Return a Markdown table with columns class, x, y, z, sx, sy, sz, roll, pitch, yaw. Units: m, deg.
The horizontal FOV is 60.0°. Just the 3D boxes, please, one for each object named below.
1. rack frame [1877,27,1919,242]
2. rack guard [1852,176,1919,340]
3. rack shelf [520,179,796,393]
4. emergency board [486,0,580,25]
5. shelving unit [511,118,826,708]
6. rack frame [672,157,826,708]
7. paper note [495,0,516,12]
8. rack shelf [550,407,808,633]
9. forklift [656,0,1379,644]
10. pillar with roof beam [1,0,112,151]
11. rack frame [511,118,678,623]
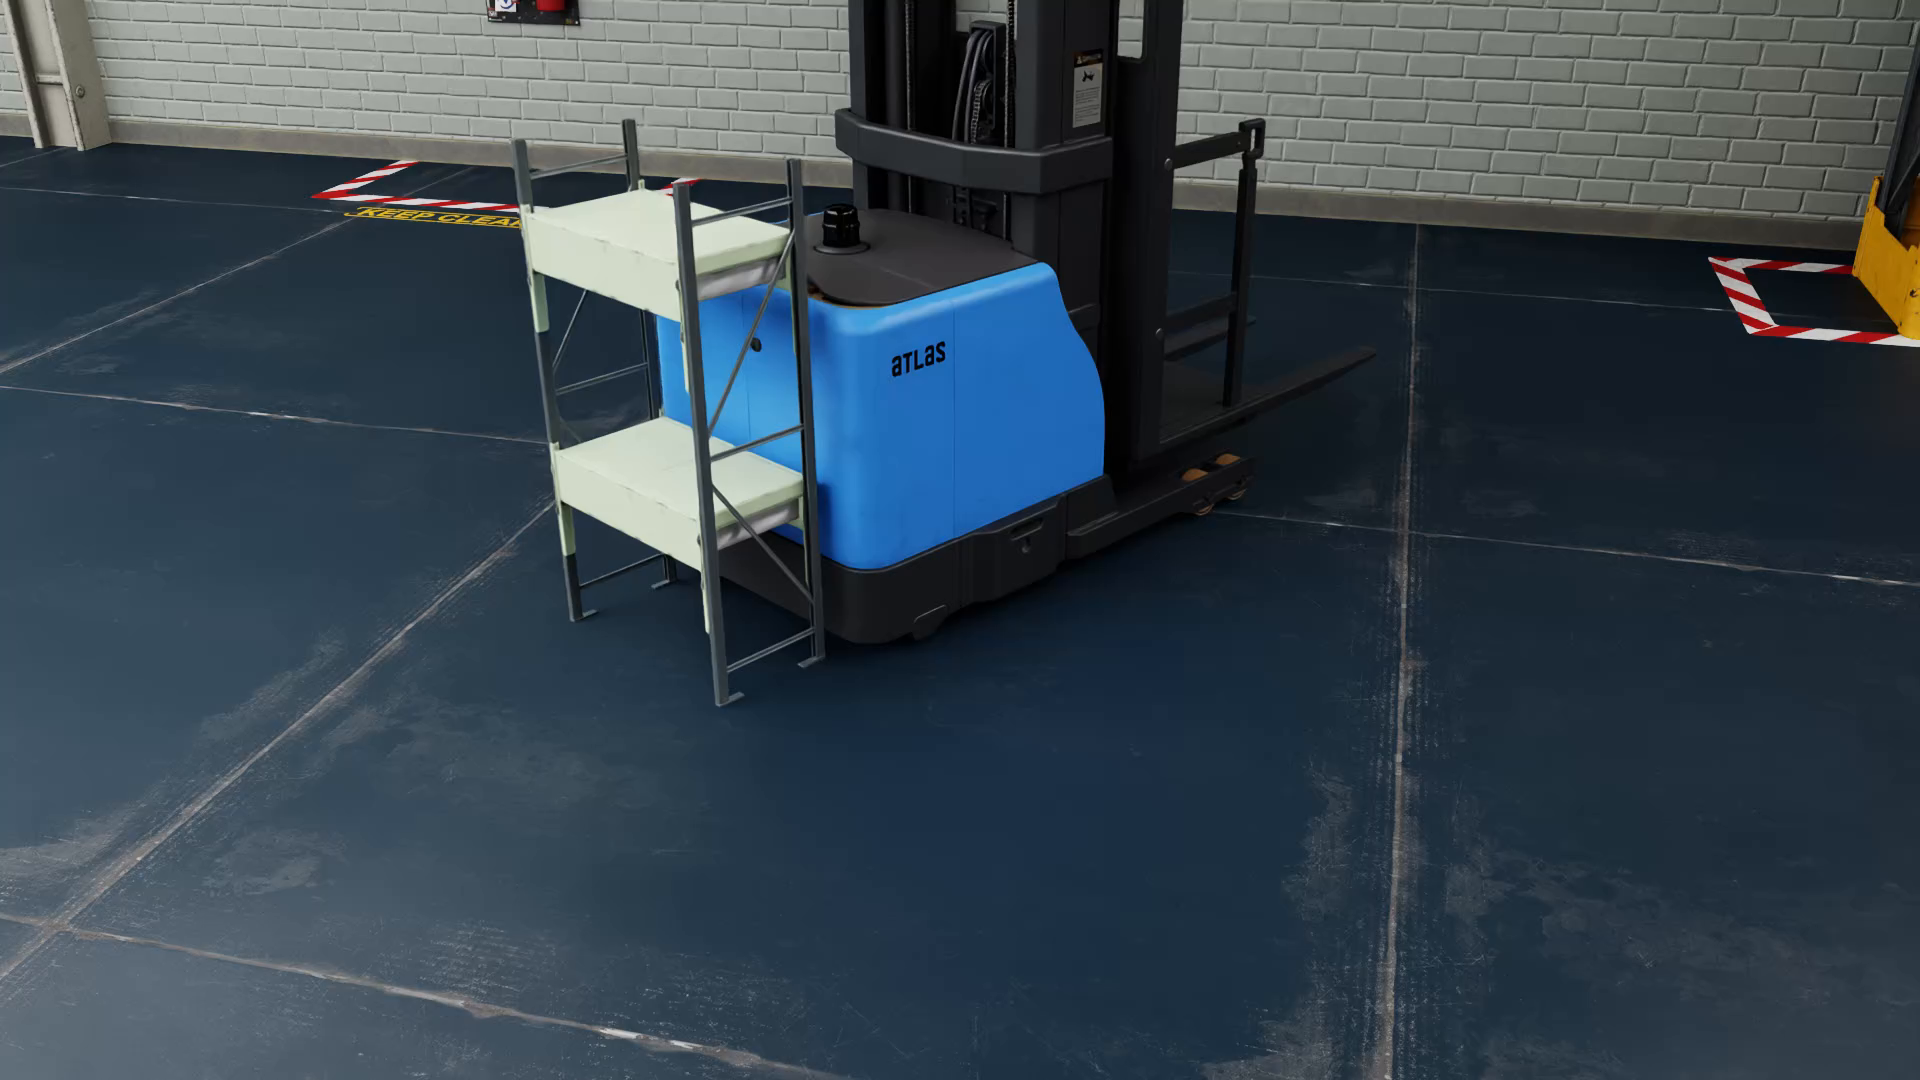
| class | x | y | z | sx | sy | sz | roll | pitch | yaw |
| --- | --- | --- | --- | --- | --- | --- | --- | --- | --- |
| rack frame | 4.615 | -2.519 | 7.551 | 0.127 | 3.000 | 1.000 | 6 | 26 | 13 |
| rack guard | 4.689 | -1.382 | 8.072 | 0.348 | 0.500 | 1.175 | 6 | 26 | 13 |
| rack shelf | -0.821 | -0.722 | 4.609 | 0.720 | 0.370 | 0.431 | 23 | 34 | 39 |
| emergency board | -2.686 | -3.727 | 10.089 | 0.643 | 1.169 | 0.194 | 6 | 26 | 13 |
| shelving unit | -0.819 | -0.371 | 4.780 | 0.755 | 1.500 | 0.431 | 23 | 34 | 39 |
| rack frame | -0.557 | -0.261 | 4.549 | 0.023 | 1.500 | 0.400 | 23 | 34 | 39 |
| paper note | -2.841 | -3.377 | 10.378 | 0.142 | 0.148 | 0.016 | 6 | 26 | 13 |
| rack shelf | -0.816 | -0.078 | 4.922 | 0.720 | 0.370 | 0.431 | 23 | 34 | 39 |
| forklift | 0.430 | -1.549 | 5.595 | 1.130 | 2.935 | 3.031 | 23 | 34 | 40 |
| pillar with roof beam | -7.186 | -5.005 | 5.795 | 0.400 | 9.000 | 9.100 | 6 | 26 | 13 |
| rack frame | -1.080 | -0.481 | 5.011 | 0.023 | 1.500 | 0.400 | 23 | 34 | 39 |
